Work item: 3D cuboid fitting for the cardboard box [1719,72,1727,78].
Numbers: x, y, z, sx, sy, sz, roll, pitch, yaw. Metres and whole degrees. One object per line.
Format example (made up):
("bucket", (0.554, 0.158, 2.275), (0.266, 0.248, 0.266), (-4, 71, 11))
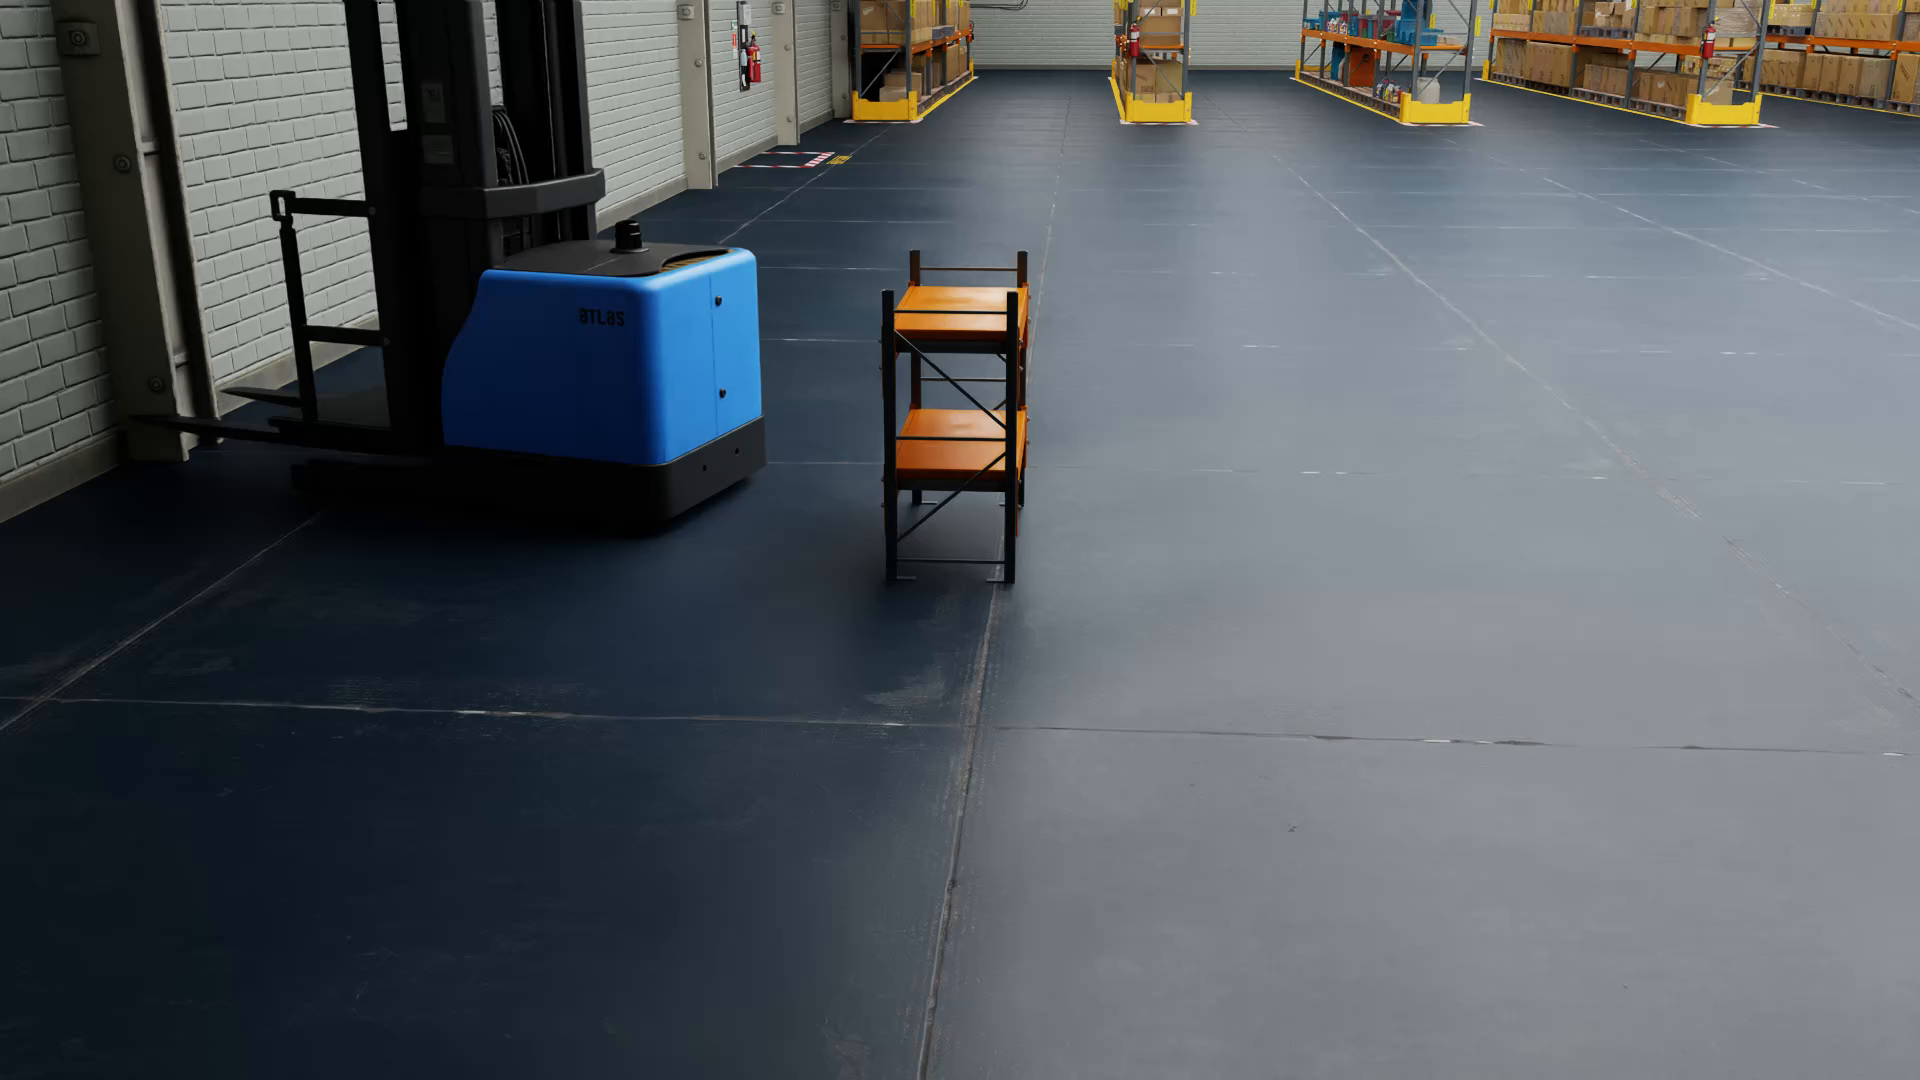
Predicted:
("cardboard box", (18.985, -11.479, 41.041), (0.380, 0.149, 0.250), (1, 18, 2))

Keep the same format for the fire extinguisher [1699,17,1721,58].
("fire extinguisher", (12.972, -8.695, 28.767), (0.296, 0.674, 0.183), (1, 18, 4))

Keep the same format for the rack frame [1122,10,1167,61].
("rack frame", (4.133, -11.464, 37.093), (1.000, 3.000, 0.127), (1, 18, 4))

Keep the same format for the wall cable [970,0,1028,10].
("wall cable", (0.527, -17.182, 49.895), (3.097, 2.526, 0.112), (1, 18, 4))

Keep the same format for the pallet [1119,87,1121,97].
("pallet", (4.035, -9.884, 36.749), (1.003, 0.211, 1.213), (1, 18, 4))

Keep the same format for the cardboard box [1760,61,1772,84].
("cardboard box", (18.863, -10.803, 38.415), (0.500, 0.500, 0.500), (2, 18, 5))

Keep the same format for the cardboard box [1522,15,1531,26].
("cardboard box", (14.070, -12.697, 40.619), (0.500, 0.250, 0.500), (1, 18, 3))

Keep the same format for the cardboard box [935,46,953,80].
("cardboard box", (-0.555, -11.249, 39.214), (0.750, 0.750, 0.750), (1, 18, 4))

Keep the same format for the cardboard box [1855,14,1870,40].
("cardboard box", (18.510, -10.387, 33.645), (0.500, 0.500, 0.500), (1, 18, 4))

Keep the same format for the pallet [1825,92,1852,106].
("pallet", (18.732, -9.154, 34.520), (1.003, 0.211, 1.213), (1, 18, 4))

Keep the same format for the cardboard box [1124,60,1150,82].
("cardboard box", (3.429, -9.024, 32.181), (0.500, 0.500, 0.500), (1, 18, 4))

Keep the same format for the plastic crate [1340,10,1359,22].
("plastic crate", (9.674, -12.925, 41.353), (0.402, 0.464, 0.583), (1, 18, 4))

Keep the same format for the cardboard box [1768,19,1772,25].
("cardboard box", (18.644, -11.826, 37.927), (0.380, 0.149, 0.250), (0, 18, 1))

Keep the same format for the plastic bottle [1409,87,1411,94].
("plastic bottle", (8.865, -8.754, 32.490), (0.152, 0.276, 0.135), (1, 18, 4))

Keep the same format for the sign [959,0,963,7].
("sign", (0.021, -13.319, 41.022), (0.100, 0.325, 0.005), (1, 18, 4))

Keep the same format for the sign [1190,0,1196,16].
("sign", (4.113, -9.414, 29.320), (0.100, 0.325, 0.005), (1, 18, 4))

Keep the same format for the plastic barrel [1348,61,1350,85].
("plastic barrel", (9.043, -10.700, 38.080), (0.421, 0.512, 0.421), (0, 18, 0))

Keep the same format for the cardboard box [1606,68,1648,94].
("cardboard box", (13.885, -9.533, 34.505), (0.700, 0.500, 0.500), (0, 18, -1))

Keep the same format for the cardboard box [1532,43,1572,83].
("cardboard box", (14.211, -11.197, 39.016), (1.225, 0.875, 0.875), (1, 18, 2))

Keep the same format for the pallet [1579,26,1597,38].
("pallet", (14.069, -10.927, 35.762), (1.213, 0.211, 1.003), (1, 18, 4))

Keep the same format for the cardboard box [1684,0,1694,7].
("cardboard box", (13.263, -9.753, 29.627), (0.500, 0.500, 0.500), (1, 18, 4))

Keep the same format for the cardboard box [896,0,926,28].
("cardboard box", (-0.934, -9.999, 31.627), (0.500, 0.500, 0.500), (2, 18, 6))

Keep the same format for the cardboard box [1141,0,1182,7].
("cardboard box", (3.610, -9.805, 29.784), (0.700, 0.500, 0.500), (1, 18, 4))

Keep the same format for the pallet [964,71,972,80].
("pallet", (-0.214, -12.483, 44.681), (1.003, 0.211, 1.213), (1, 18, 4))

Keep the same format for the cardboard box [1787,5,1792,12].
("cardboard box", (18.571, -11.784, 36.844), (0.380, 0.149, 0.250), (2, 18, 6))

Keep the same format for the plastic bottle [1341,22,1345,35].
("plastic bottle", (8.748, -11.655, 37.880), (0.097, 0.271, 0.097), (0, 18, 0))

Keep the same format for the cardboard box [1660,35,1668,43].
("cardboard box", (13.317, -9.354, 31.056), (0.380, 0.149, 0.250), (1, 18, 4))

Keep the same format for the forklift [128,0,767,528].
("forklift", (-2.475, -1.707, 7.425), (3.031, 2.935, 1.130), (7, 19, 19))

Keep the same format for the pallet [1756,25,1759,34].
("pallet", (19.041, -12.017, 39.087), (1.003, 0.211, 1.213), (1, 18, 4))

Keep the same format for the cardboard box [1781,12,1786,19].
("cardboard box", (18.587, -11.727, 37.147), (0.380, 0.149, 0.250), (1, 18, 4))

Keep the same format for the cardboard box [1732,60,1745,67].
("cardboard box", (19.006, -11.586, 40.413), (0.380, 0.149, 0.250), (2, 18, 5))

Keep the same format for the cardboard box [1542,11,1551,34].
("cardboard box", (13.947, -12.083, 38.820), (0.500, 0.500, 0.500), (1, 18, 3))

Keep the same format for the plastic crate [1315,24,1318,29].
("plastic crate", (9.185, -13.046, 42.246), (0.293, 0.136, 0.466), (1, 18, 4))

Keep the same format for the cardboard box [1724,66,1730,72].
("cardboard box", (18.953, -11.518, 40.682), (0.380, 0.149, 0.250), (0, 18, 1))

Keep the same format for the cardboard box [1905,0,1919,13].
("cardboard box", (18.606, -10.328, 31.651), (0.875, 0.550, 0.550), (1, 18, 4))

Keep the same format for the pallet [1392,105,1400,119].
("pallet", (8.522, -7.820, 30.448), (1.003, 0.211, 1.213), (1, 18, 4))

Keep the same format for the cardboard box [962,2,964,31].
("cardboard box", (-0.408, -13.353, 42.376), (0.980, 0.700, 0.700), (1, 18, 3))

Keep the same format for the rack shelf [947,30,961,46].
("rack shelf", (-0.665, -11.853, 39.434), (1.077, 0.370, 4.000), (1, 18, 4))

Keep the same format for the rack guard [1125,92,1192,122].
("rack guard", (3.558, -7.784, 29.877), (1.175, 0.500, 0.348), (1, 18, 4))

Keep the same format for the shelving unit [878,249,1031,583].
("shelving unit", (0.000, -0.537, 6.754), (0.538, 1.125, 1.048), (1, 18, 4))

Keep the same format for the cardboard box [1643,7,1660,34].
("cardboard box", (13.562, -9.896, 31.667), (0.875, 0.500, 0.500), (1, 18, 4))

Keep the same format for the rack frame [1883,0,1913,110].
("rack frame", (18.667, -9.858, 32.189), (1.000, 3.000, 0.127), (1, 18, 4))

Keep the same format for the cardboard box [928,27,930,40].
("cardboard box", (-0.870, -9.961, 32.714), (0.500, 0.250, 0.500), (1, 18, 4))

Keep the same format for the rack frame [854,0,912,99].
("rack frame", (-1.382, -9.089, 29.844), (1.000, 3.000, 0.127), (1, 18, 4))

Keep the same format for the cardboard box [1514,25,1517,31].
("cardboard box", (14.069, -12.787, 41.532), (0.380, 0.149, 0.250), (2, 18, 5))

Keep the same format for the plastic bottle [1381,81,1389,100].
("plastic bottle", (8.301, -8.760, 32.389), (0.144, 0.351, 0.185), (1, 18, 2))

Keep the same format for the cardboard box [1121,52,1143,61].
("cardboard box", (3.966, -11.155, 38.253), (0.500, 0.250, 0.500), (2, 18, 6))
